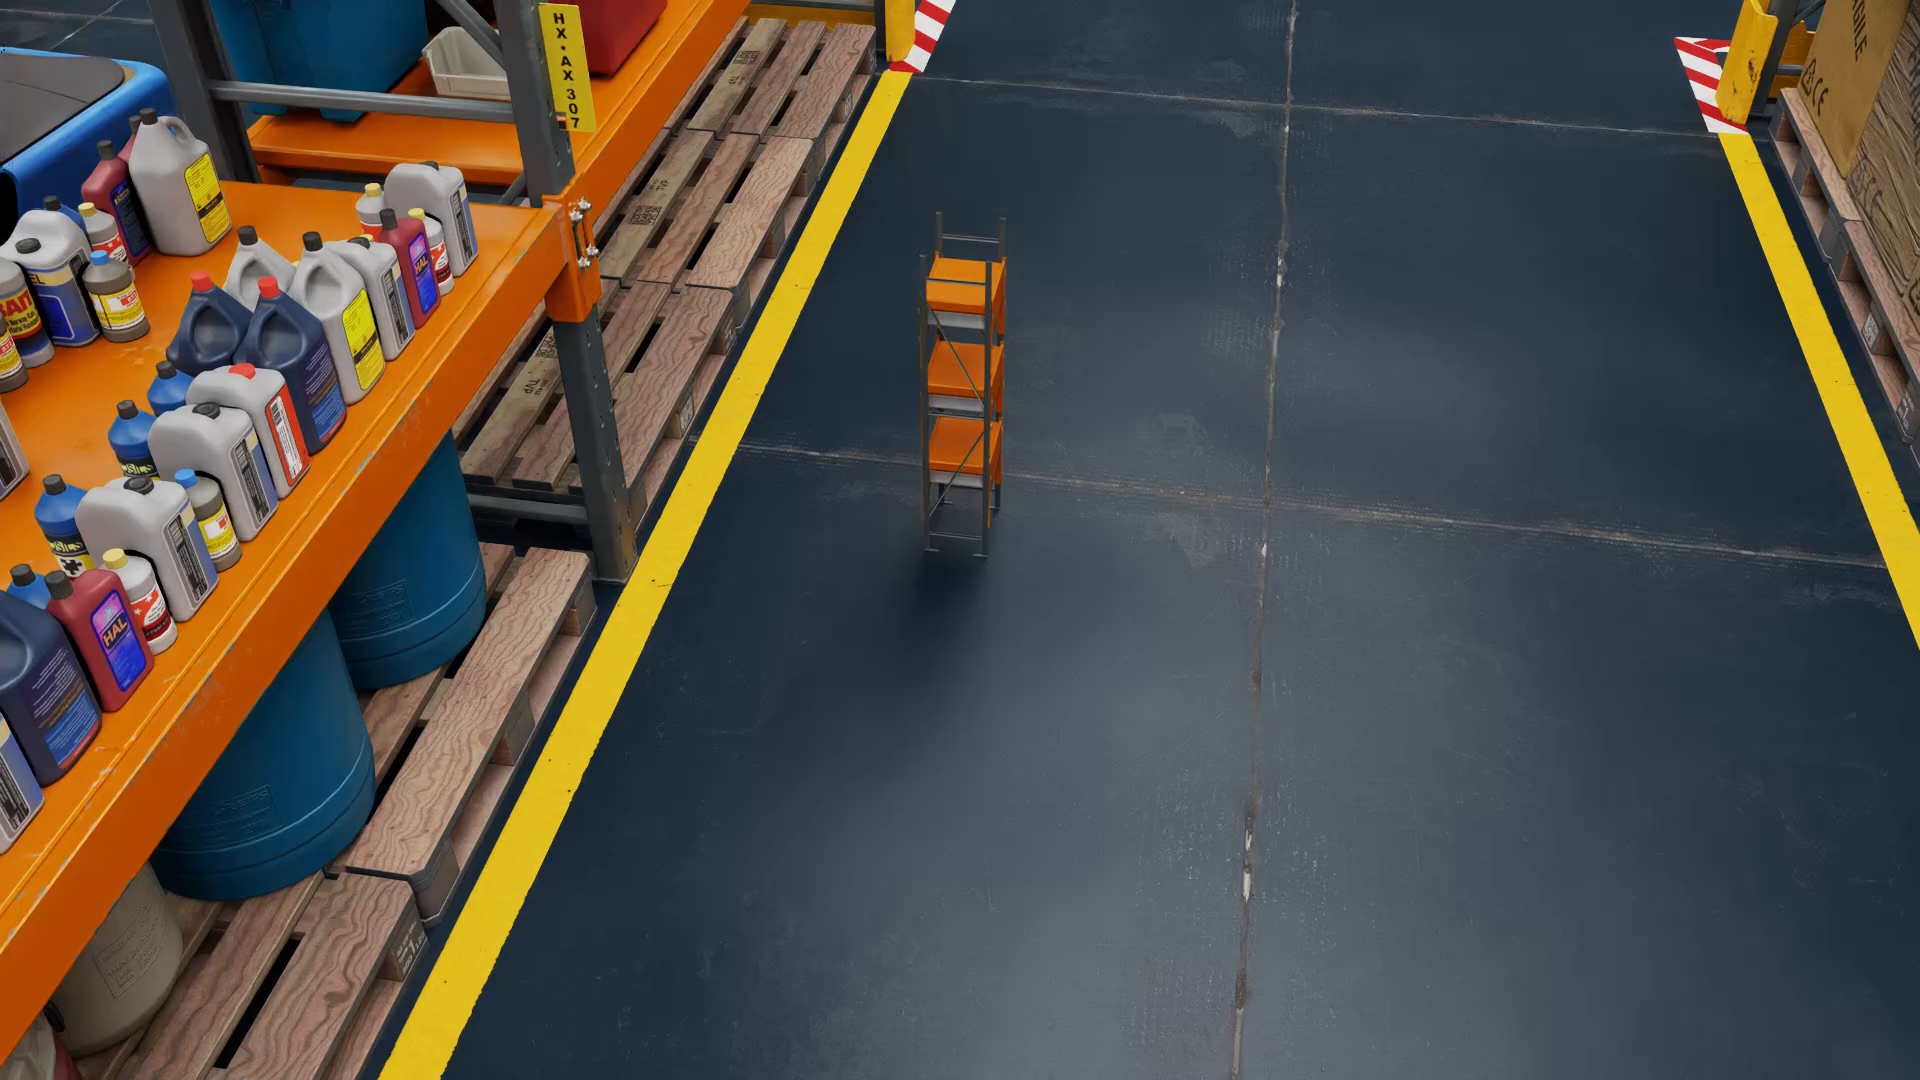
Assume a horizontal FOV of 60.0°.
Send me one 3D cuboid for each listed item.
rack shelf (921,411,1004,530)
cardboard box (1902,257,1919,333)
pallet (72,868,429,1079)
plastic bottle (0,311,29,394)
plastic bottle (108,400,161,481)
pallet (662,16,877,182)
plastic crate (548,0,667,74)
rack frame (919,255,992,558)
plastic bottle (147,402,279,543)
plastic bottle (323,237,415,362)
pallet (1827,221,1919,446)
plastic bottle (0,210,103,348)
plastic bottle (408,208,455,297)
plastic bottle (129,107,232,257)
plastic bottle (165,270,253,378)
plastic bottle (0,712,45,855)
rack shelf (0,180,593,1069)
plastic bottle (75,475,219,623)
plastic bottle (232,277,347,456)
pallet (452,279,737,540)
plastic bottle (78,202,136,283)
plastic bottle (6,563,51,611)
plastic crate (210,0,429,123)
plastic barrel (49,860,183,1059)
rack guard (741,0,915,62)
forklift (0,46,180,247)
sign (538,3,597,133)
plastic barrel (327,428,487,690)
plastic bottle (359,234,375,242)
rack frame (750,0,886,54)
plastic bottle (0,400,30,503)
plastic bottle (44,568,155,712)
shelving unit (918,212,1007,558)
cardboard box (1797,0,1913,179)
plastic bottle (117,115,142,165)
[{"bbox_3d":[0.009,-0.216,5.140,0.215,0.259,0.240,6,40,8],"label":"rack shelf"},{"bbox_3d":[3.726,-0.875,5.293,0.875,0.875,0.875,6,40,8],"label":"cardboard box"},{"bbox_3d":[-1.884,1.214,3.616,1.003,0.211,1.213,6,40,8],"label":"pallet"},{"bbox_3d":[-2.084,-0.423,3.563,0.097,0.201,0.097,0,40,0],"label":"plastic bottle"},{"bbox_3d":[-1.551,-0.148,3.175,0.097,0.271,0.097,0,40,0],"label":"plastic bottle"},{"bbox_3d":[-0.990,-2.031,7.540,1.003,0.211,1.213,6,40,8],"label":"pallet"},{"bbox_3d":[-1.100,-1.689,4.841,0.402,0.464,0.583,6,40,8],"label":"plastic crate"},{"bbox_3d":[-0.012,-0.362,4.863,0.200,1.050,0.008,6,40,8],"label":"rack frame"},{"bbox_3d":[-1.425,-0.147,3.171,0.152,0.276,0.135,6,40,8],"label":"plastic bottle"},{"bbox_3d":[-1.314,-0.548,3.656,0.152,0.276,0.135,6,40,8],"label":"plastic bottle"},{"bbox_3d":[3.795,-0.724,5.960,1.003,0.211,1.213,6,40,8],"label":"pallet"},{"bbox_3d":[-2.020,-0.582,3.698,0.152,0.276,0.135,6,40,8],"label":"plastic bottle"},{"bbox_3d":[-1.244,-0.673,3.866,0.097,0.201,0.097,0,40,0],"label":"plastic bottle"},{"bbox_3d":[-1.888,-0.879,3.997,0.144,0.351,0.185,6,40,8],"label":"plastic bottle"},{"bbox_3d":[-1.512,-0.376,3.390,0.144,0.351,0.185,6,40,8],"label":"plastic bottle"},{"bbox_3d":[-1.560,0.344,2.578,0.152,0.276,0.135,6,40,8],"label":"plastic bottle"},{"bbox_3d":[-1.847,0.424,2.947,1.077,0.370,4.000,6,40,8],"label":"rack shelf"},{"bbox_3d":[-1.465,-0.002,2.995,0.152,0.276,0.135,6,40,8],"label":"plastic bottle"},{"bbox_3d":[-1.370,-0.360,3.370,0.144,0.351,0.185,6,40,8],"label":"plastic bottle"},{"bbox_3d":[-1.412,-0.499,5.688,1.003,0.211,1.213,6,40,8],"label":"pallet"},{"bbox_3d":[-2.010,-0.690,3.887,0.097,0.201,0.097,0,40,0],"label":"plastic bottle"},{"bbox_3d":[-1.541,0.153,2.812,0.097,0.271,0.097,0,40,0],"label":"plastic bottle"},{"bbox_3d":[-1.756,-1.456,4.622,0.392,0.384,0.575,6,40,8],"label":"plastic crate"},{"bbox_3d":[-1.920,0.817,3.530,0.421,0.512,0.421,0,40,0],"label":"plastic barrel"},{"bbox_3d":[-0.818,-2.672,8.089,1.175,0.500,0.348,6,40,8],"label":"rack guard"},{"bbox_3d":[-3.440,-1.029,4.194,1.130,2.935,3.031,9,40,11],"label":"forklift"},{"bbox_3d":[-0.960,-1.153,4.073,0.100,0.325,0.005,6,40,8],"label":"sign"},{"bbox_3d":[-1.612,-0.122,4.361,0.600,0.901,0.708,6,40,8],"label":"plastic barrel"},{"bbox_3d":[-1.327,-0.596,3.773,0.097,0.201,0.097,0,40,0],"label":"plastic bottle"},{"bbox_3d":[-0.809,-3.619,7.273,1.000,3.000,0.127,6,40,8],"label":"rack frame"},{"bbox_3d":[-1.967,-0.214,3.252,0.152,0.276,0.135,6,40,8],"label":"plastic bottle"},{"bbox_3d":[-1.460,0.146,2.811,0.061,0.283,0.133,6,40,8],"label":"plastic bottle"},{"bbox_3d":[0.009,-0.438,4.956,0.215,1.050,0.252,6,40,8],"label":"shelving unit"},{"bbox_3d":[4.037,-2.005,6.659,0.875,0.875,0.875,6,40,8],"label":"cardboard box"},{"bbox_3d":[-1.985,-0.880,4.052,0.061,0.283,0.133,6,40,8],"label":"plastic bottle"}]
